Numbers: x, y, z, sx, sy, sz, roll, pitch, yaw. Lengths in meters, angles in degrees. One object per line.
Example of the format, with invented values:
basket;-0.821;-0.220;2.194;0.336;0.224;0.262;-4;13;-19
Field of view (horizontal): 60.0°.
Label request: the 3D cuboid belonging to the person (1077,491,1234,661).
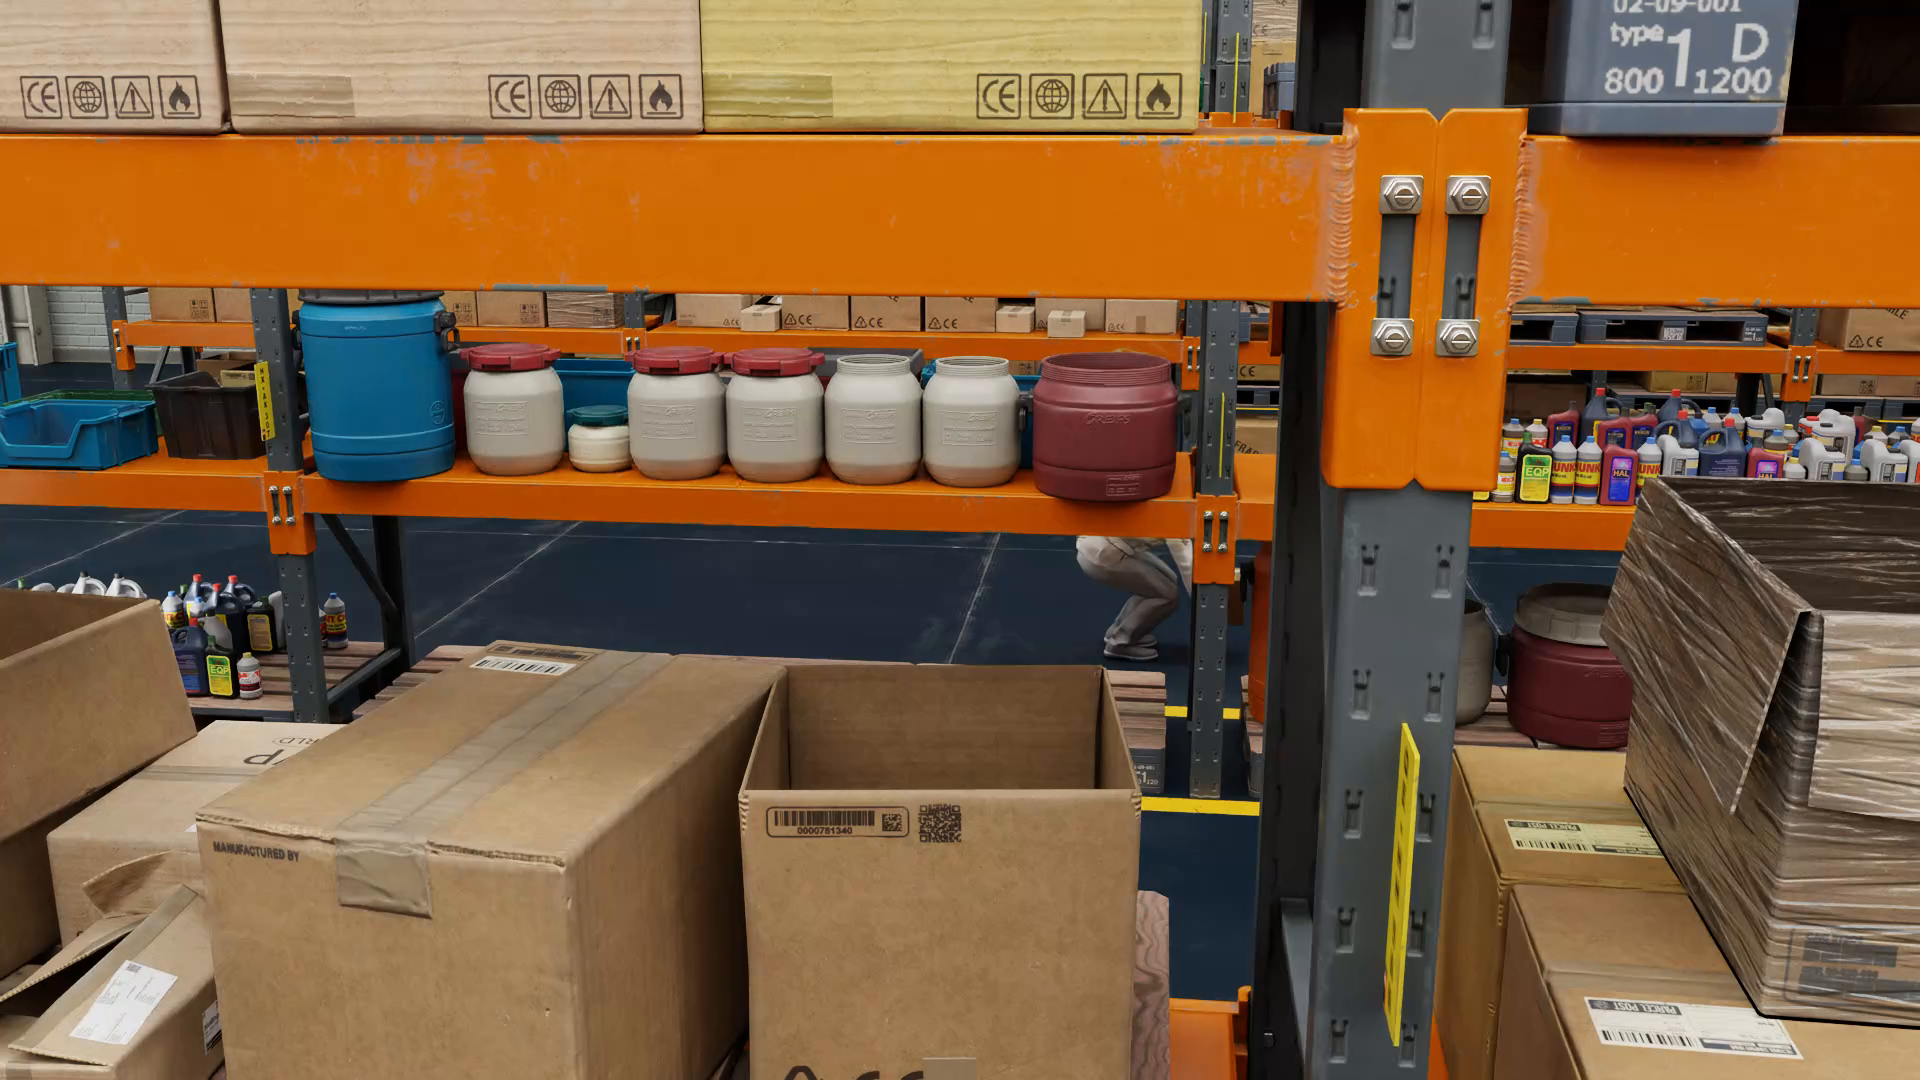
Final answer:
person;1.038;0.109;8.900;0.820;1.020;0.498;2;14;6
